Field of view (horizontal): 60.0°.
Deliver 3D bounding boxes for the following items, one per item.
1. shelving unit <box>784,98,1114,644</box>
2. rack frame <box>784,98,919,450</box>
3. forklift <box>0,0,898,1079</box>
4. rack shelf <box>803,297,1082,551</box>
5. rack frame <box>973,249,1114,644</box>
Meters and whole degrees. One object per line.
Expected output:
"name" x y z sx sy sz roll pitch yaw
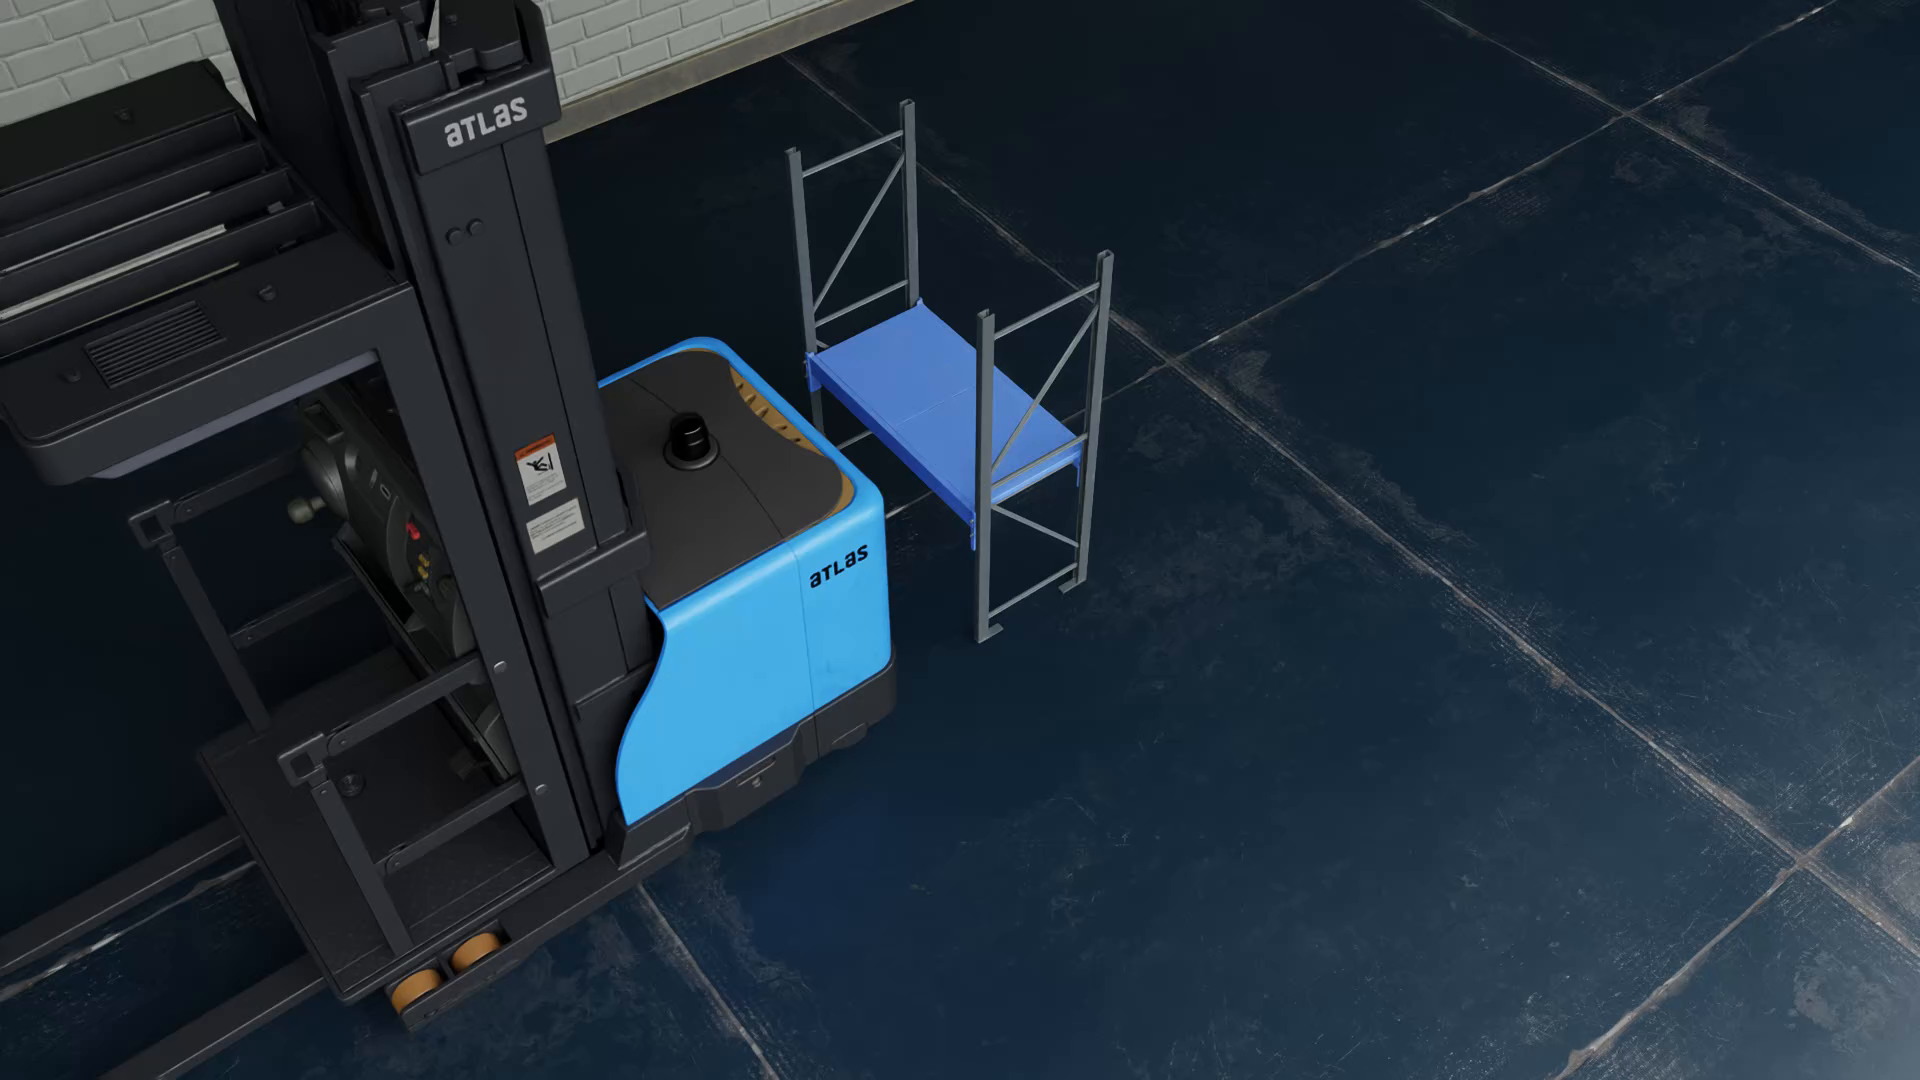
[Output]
"shelving unit" -0.052 -0.554 5.740 0.538 1.500 1.048 -29 54 -24
"rack frame" -0.359 -0.854 6.012 0.500 1.500 0.032 -29 54 -24
"forklift" -1.681 0.005 4.267 3.031 2.935 1.130 -30 55 -25
"rack shelf" -0.052 -0.433 5.873 0.538 0.185 1.000 -29 54 -24
"rack frame" 0.256 -0.254 5.468 0.500 1.500 0.032 -29 54 -24
